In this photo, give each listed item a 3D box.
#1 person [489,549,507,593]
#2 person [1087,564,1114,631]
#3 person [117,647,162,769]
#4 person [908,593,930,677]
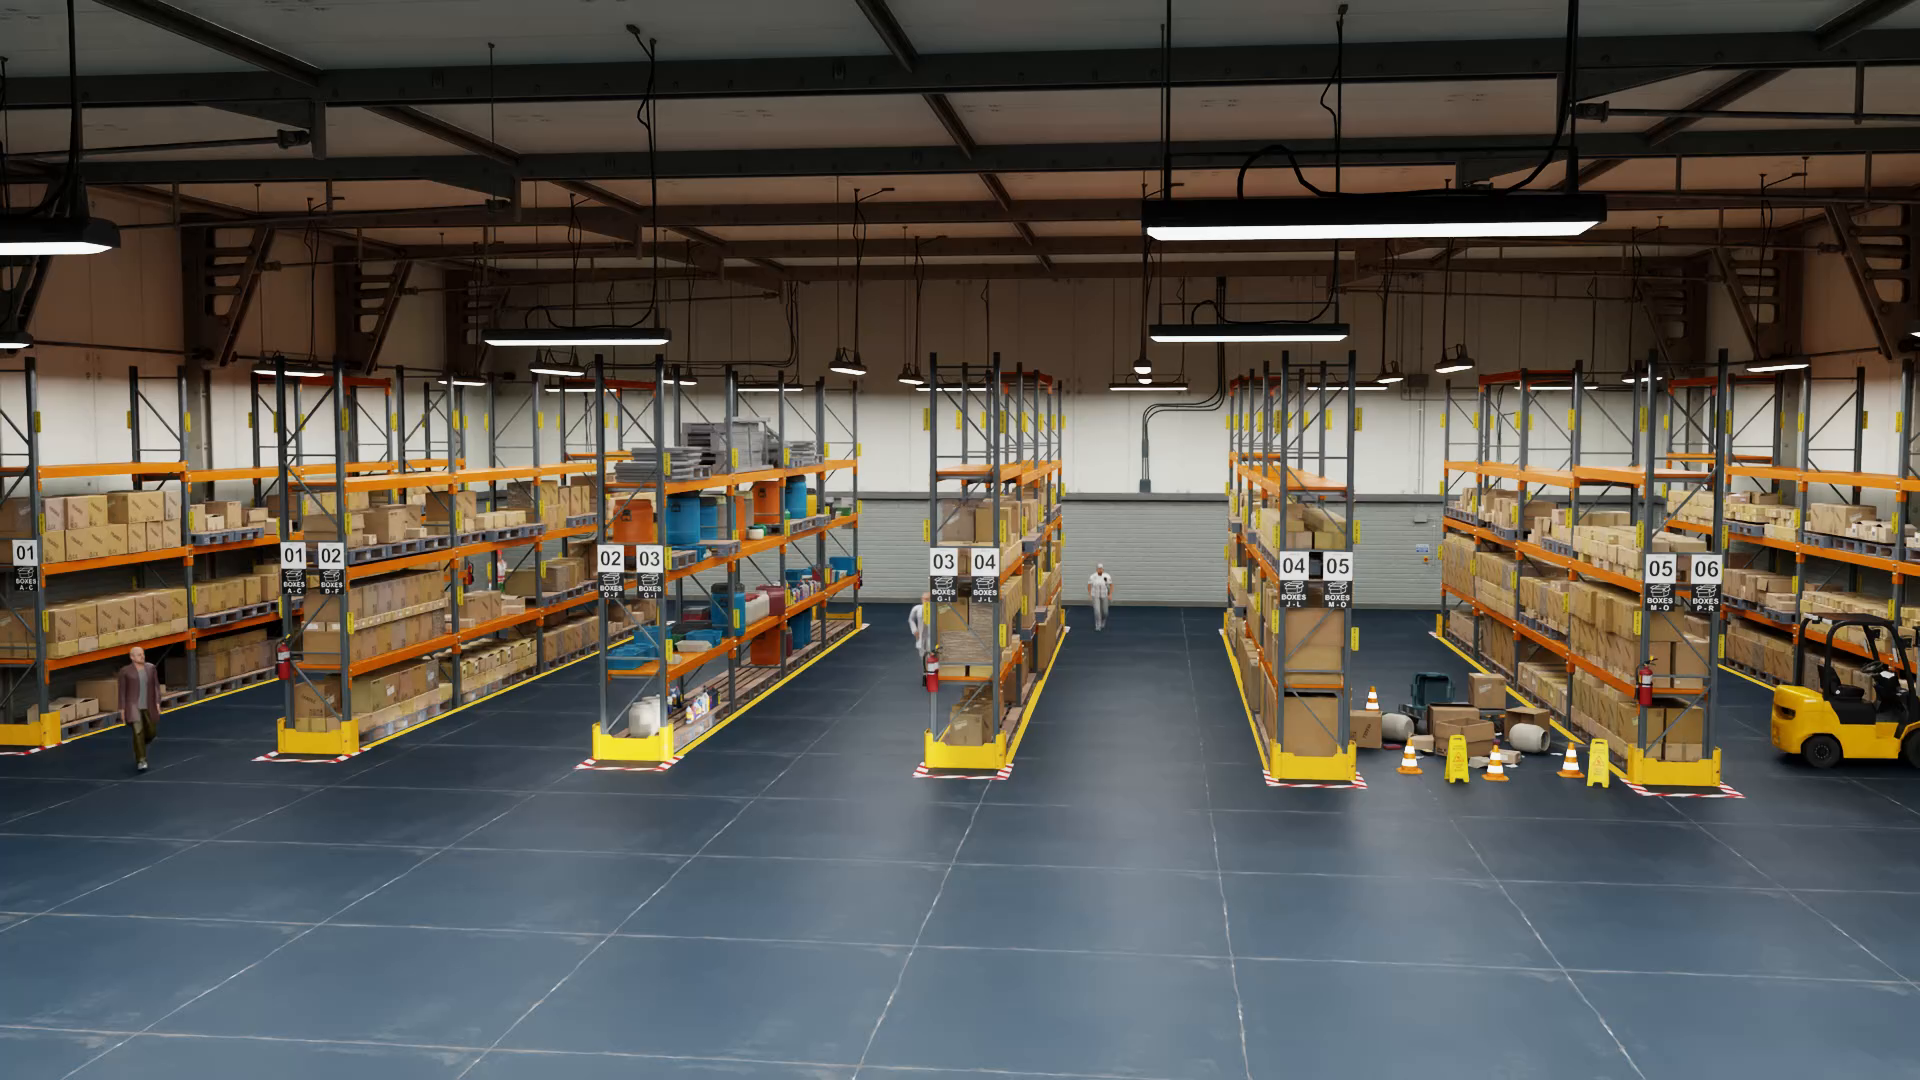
[{"bbox_3d":[-11.837,1.110,42.628,0.968,1.761,0.556,2,5,29],"label":"person"},{"bbox_3d":[3.390,1.365,40.150,0.633,1.612,0.585,0,4,-1],"label":"person"},{"bbox_3d":[-11.891,2.402,24.087,0.596,1.748,0.862,-4,5,-42],"label":"person"},{"bbox_3d":[-0.628,1.865,32.574,0.730,1.687,0.658,1,4,16],"label":"person"}]
